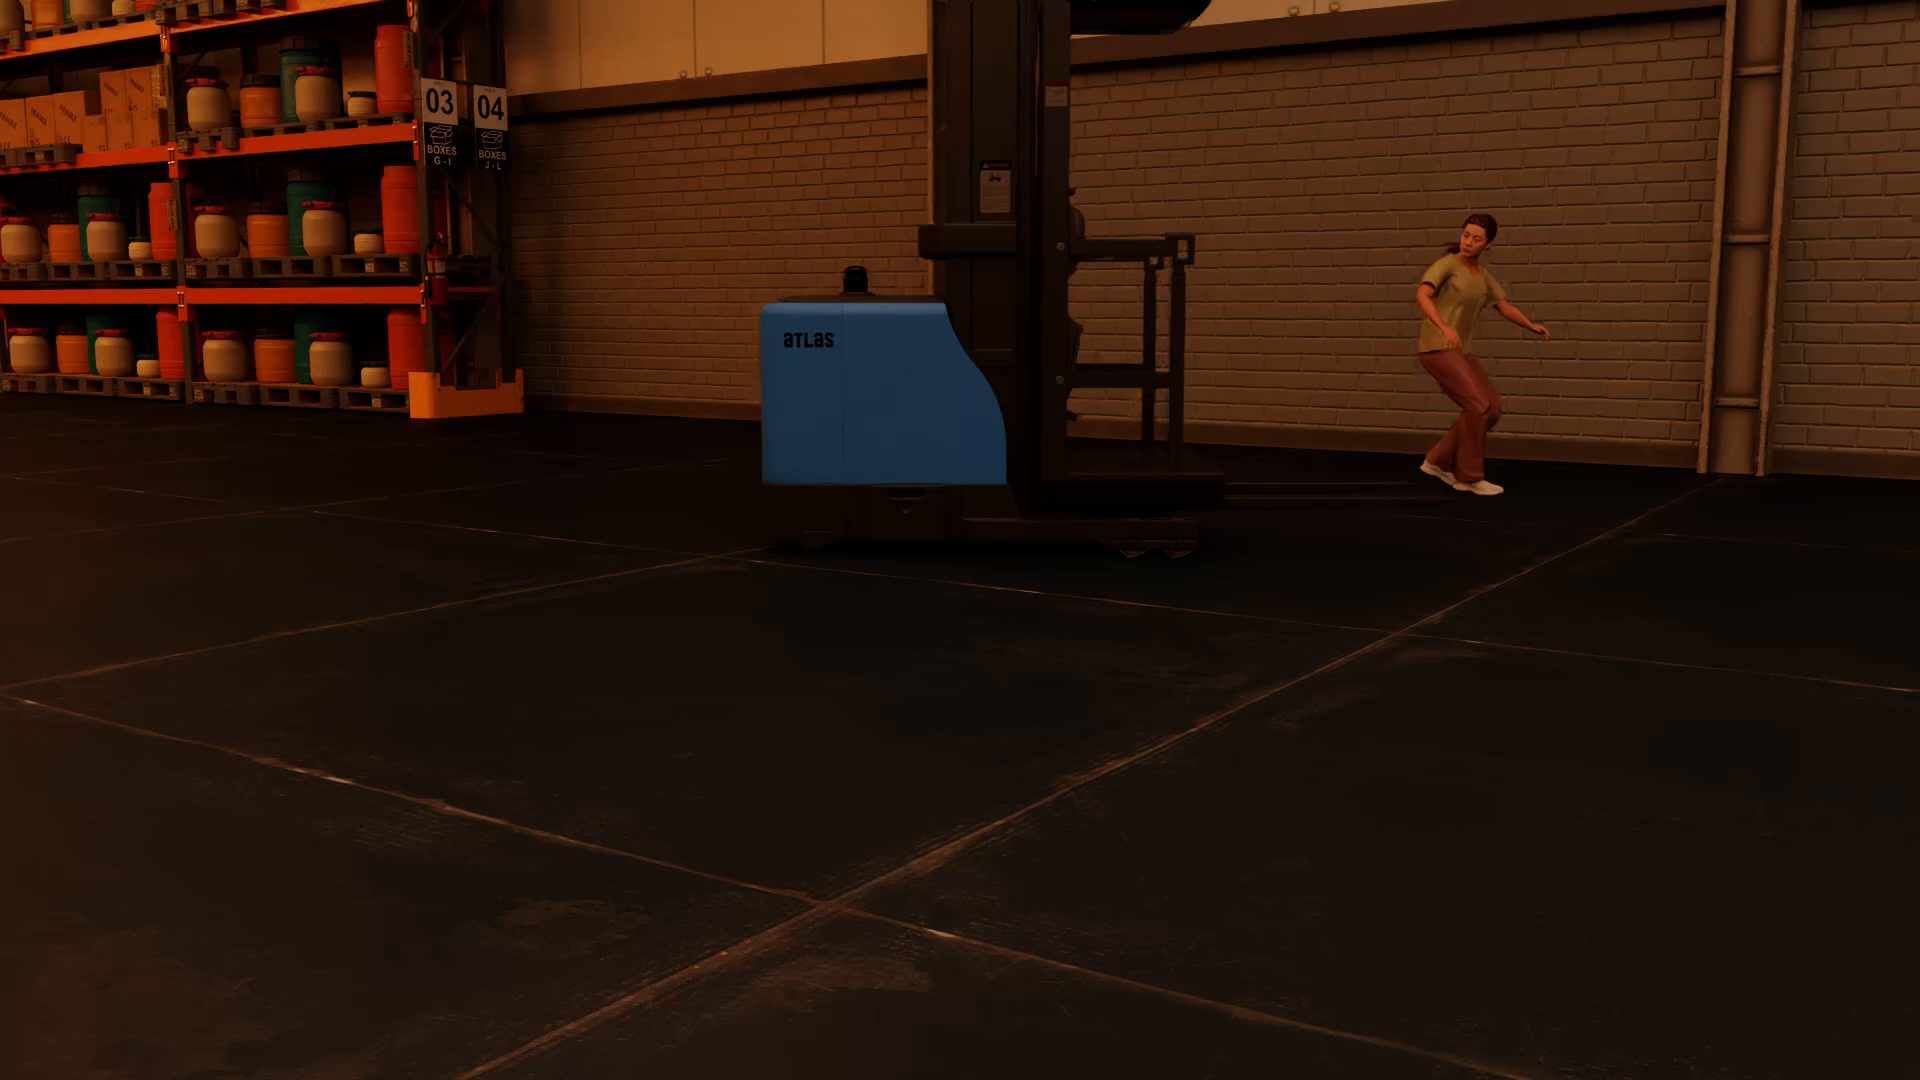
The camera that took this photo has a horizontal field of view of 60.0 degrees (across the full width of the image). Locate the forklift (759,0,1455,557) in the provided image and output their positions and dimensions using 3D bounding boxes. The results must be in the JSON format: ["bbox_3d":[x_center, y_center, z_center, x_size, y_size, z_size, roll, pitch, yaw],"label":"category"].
[{"bbox_3d":[0.647,-1.453,7.413,3.031,2.935,1.130,0,8,0],"label":"forklift"}]

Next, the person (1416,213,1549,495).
[{"bbox_3d":[2.906,-1.045,9.382,0.683,1.570,0.740,7,11,43],"label":"person"}]
